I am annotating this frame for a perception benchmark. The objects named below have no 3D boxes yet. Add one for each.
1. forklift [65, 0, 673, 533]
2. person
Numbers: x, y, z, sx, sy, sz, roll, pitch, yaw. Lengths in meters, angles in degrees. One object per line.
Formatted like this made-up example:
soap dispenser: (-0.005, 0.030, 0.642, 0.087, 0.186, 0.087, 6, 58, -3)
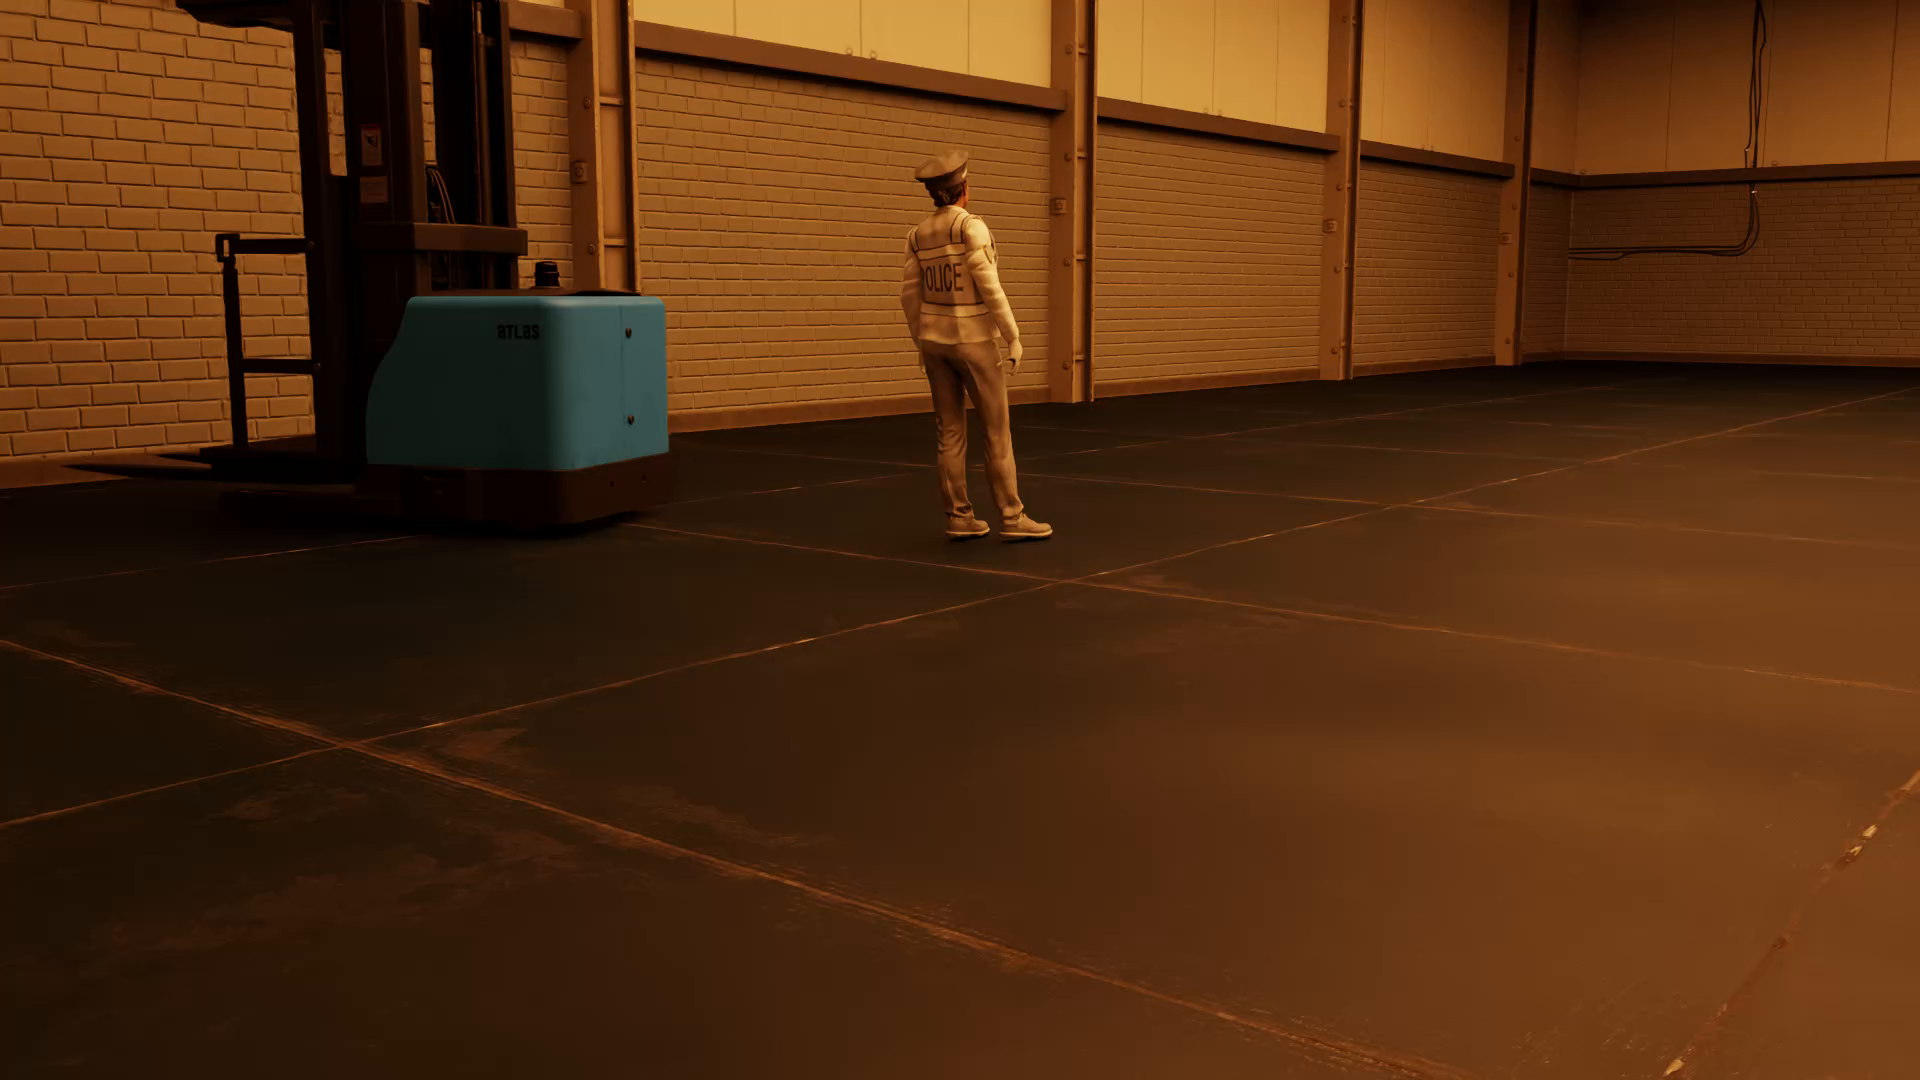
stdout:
forklift: (-3.002, -1.584, 8.104, 3.031, 2.935, 1.130, 3, 9, 18)
person: (0.048, -0.853, 7.329, 0.586, 1.694, 0.531, 7, 11, 38)
